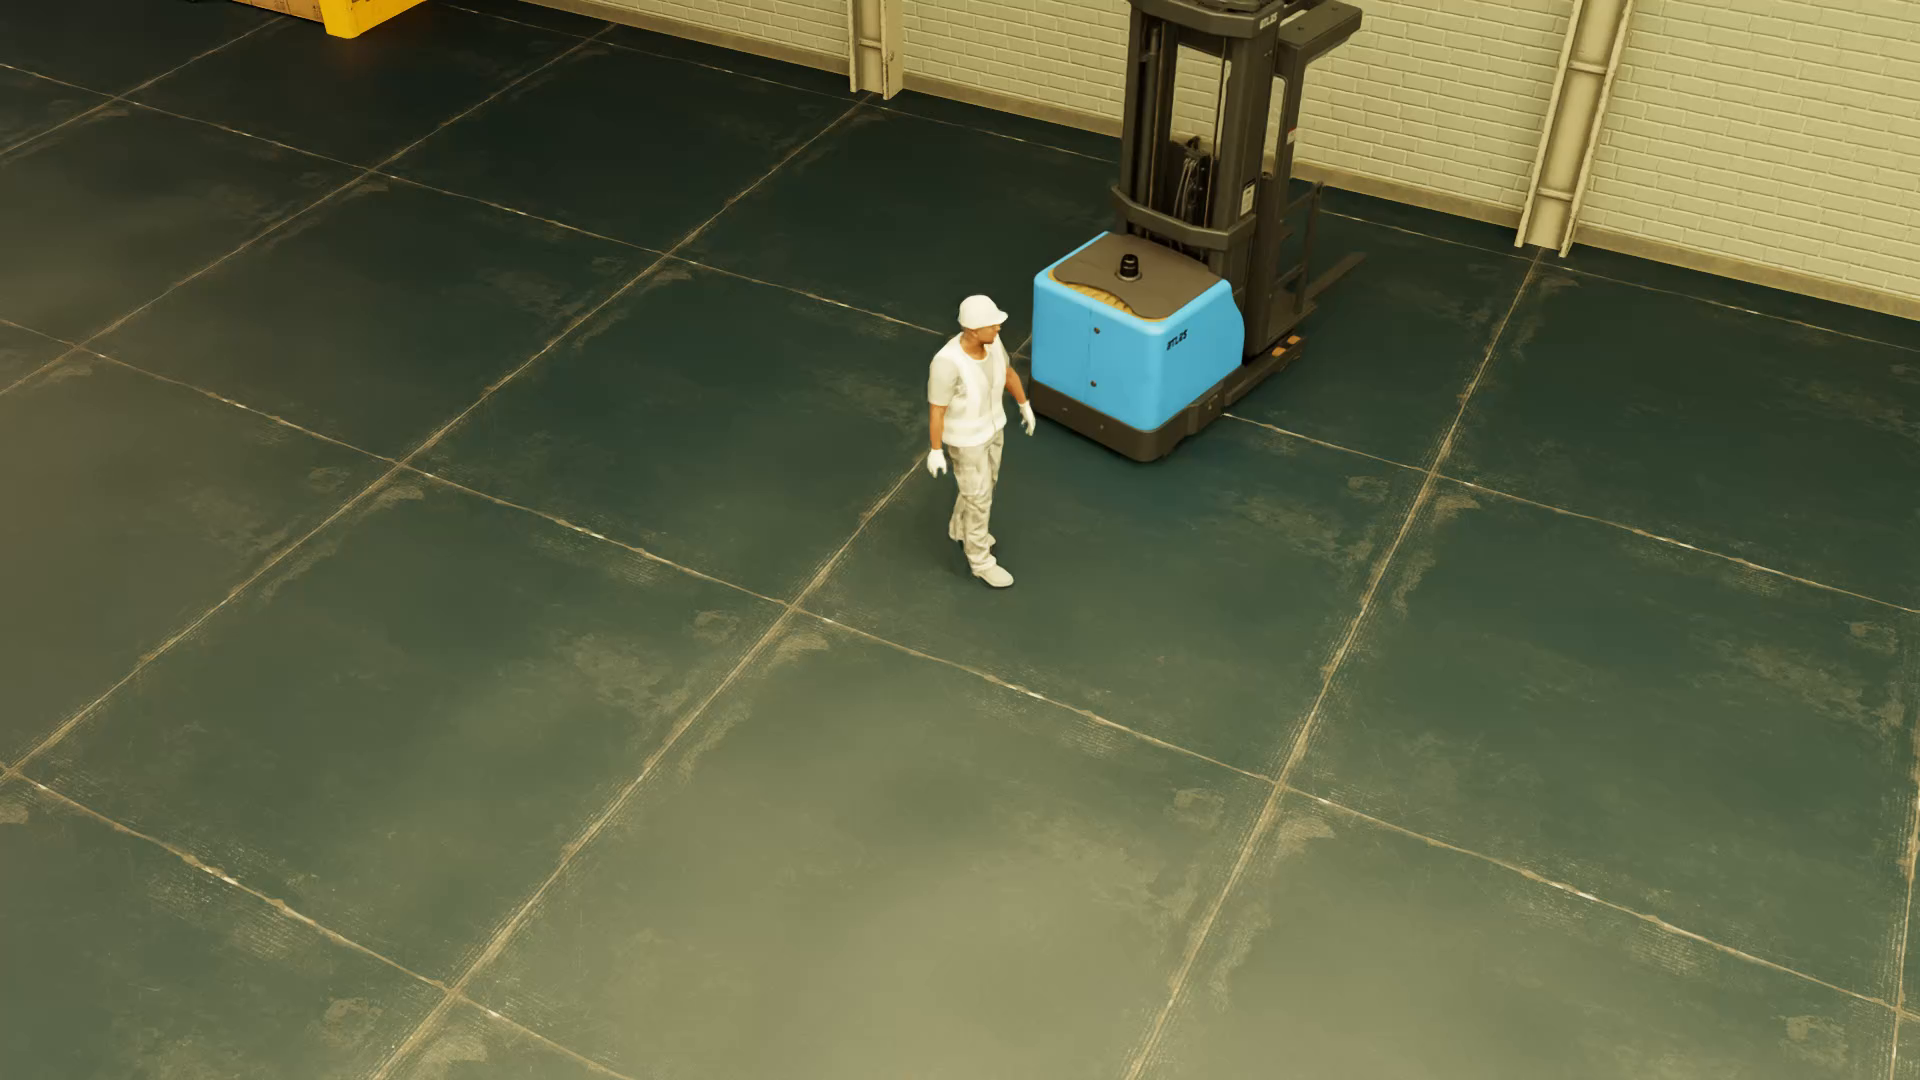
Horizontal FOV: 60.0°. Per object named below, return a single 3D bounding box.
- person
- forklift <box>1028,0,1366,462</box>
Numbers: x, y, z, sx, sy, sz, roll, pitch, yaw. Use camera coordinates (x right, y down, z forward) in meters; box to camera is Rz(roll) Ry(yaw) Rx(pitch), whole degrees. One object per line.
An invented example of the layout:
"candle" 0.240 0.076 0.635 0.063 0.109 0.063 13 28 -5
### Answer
"person" 0.177 -0.594 9.606 0.610 1.771 0.721 23 45 25
"forklift" 1.802 -2.500 10.955 1.130 2.935 3.031 29 48 30
